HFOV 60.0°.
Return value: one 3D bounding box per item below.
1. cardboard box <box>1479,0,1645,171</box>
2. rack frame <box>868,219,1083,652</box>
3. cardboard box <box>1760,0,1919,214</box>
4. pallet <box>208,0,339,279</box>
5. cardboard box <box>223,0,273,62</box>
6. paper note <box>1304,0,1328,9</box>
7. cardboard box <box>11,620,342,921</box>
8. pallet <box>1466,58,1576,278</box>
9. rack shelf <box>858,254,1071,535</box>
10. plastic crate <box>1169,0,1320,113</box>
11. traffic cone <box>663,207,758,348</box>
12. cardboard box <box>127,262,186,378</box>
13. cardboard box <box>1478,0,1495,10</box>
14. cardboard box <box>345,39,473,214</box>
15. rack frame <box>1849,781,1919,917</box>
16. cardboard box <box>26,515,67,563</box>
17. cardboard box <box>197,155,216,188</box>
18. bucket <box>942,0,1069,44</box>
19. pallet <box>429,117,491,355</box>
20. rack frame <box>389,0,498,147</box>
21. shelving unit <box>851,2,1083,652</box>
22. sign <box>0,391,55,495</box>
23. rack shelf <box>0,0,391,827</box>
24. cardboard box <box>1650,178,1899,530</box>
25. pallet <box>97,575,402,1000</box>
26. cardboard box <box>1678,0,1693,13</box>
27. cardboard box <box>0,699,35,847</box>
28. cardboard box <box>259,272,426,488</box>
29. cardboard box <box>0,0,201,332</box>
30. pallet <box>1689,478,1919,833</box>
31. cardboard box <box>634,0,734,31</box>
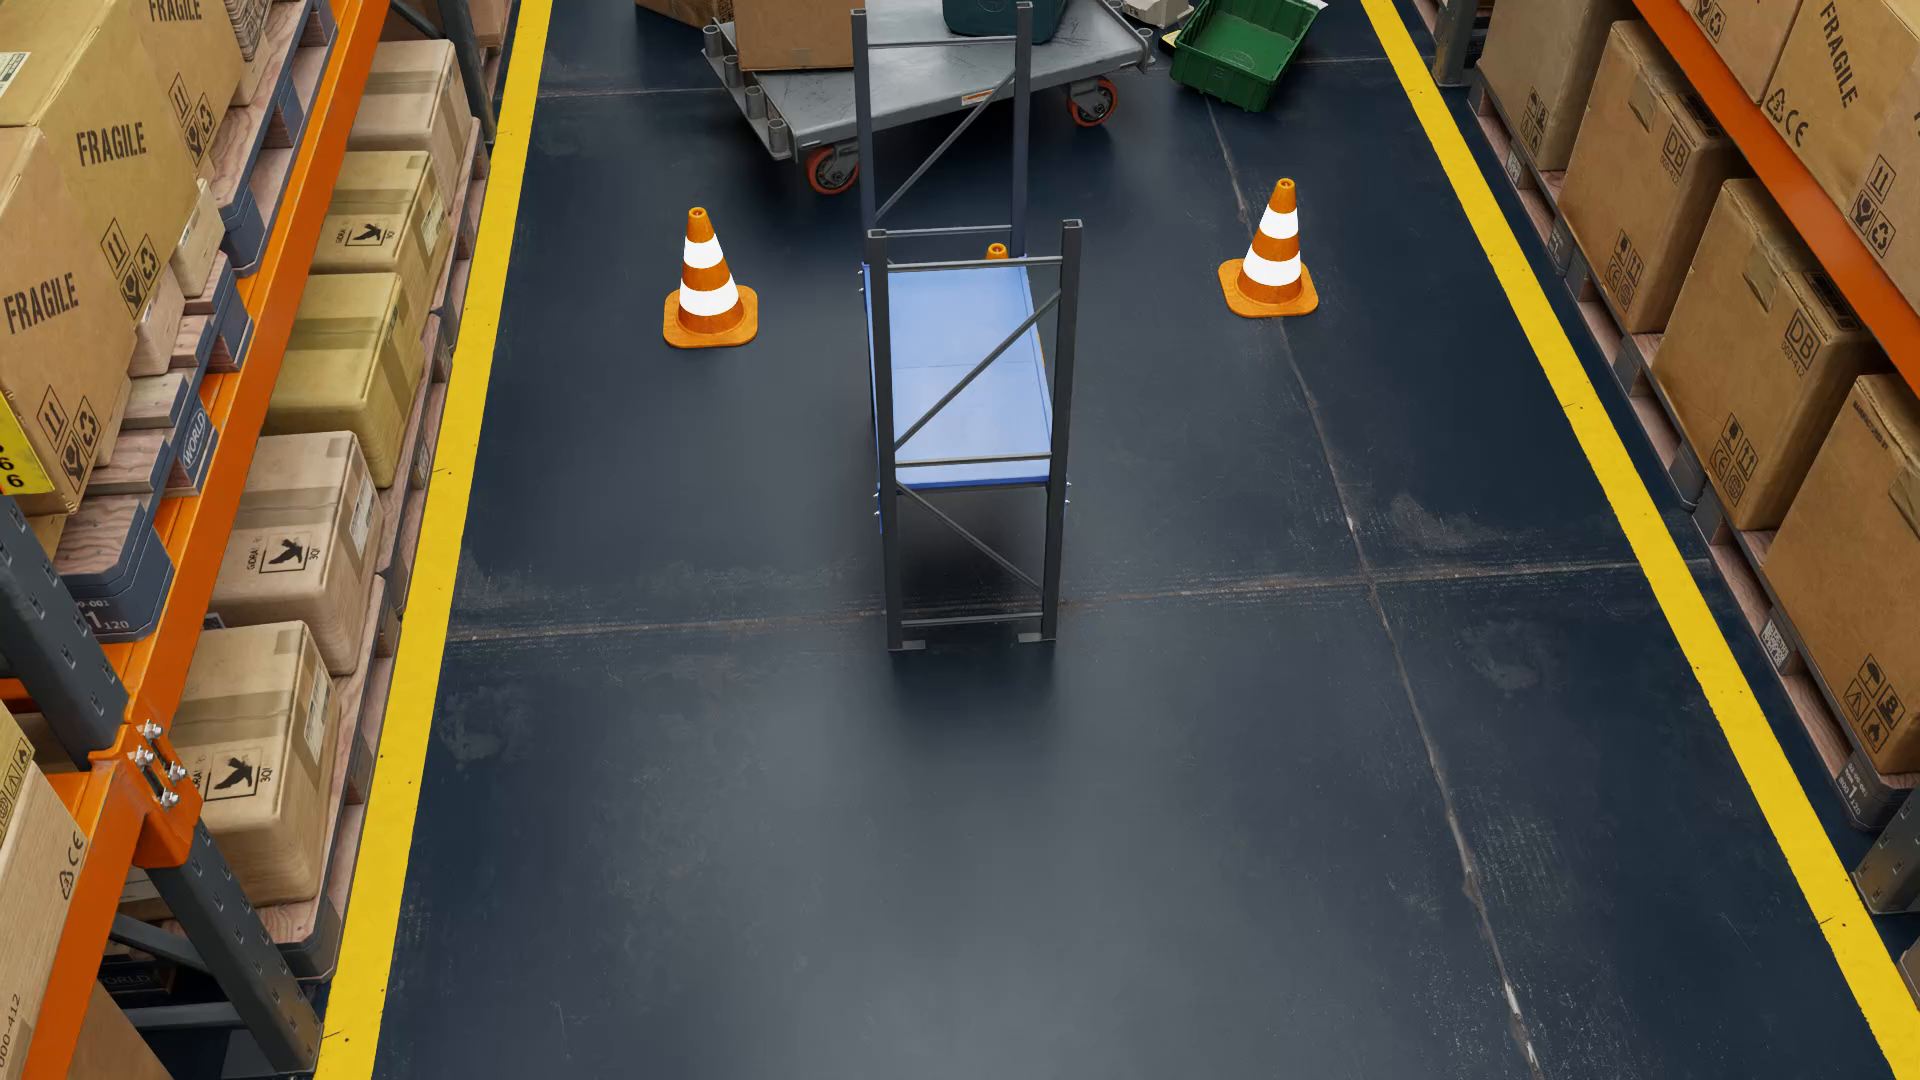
[{"bbox_3d":[2.667,-1.949,6.290,1.050,0.750,0.750,-4,47,-3],"label":"cardboard box"},{"bbox_3d":[0.035,-0.210,4.416,0.500,1.500,0.032,-3,47,-3],"label":"rack frame"},{"bbox_3d":[2.473,-1.194,4.246,0.500,0.500,0.500,-4,47,-4],"label":"cardboard box"},{"bbox_3d":[-2.270,-1.117,4.374,1.003,0.211,1.213,-3,47,-3],"label":"pallet"},{"bbox_3d":[-2.007,-1.497,4.039,0.500,0.500,0.500,-5,47,-5],"label":"cardboard box"},{"bbox_3d":[1.567,-2.432,7.532,0.147,0.020,0.142,-36,56,-29],"label":"paper note"},{"bbox_3d":[-2.101,0.596,4.140,0.950,0.372,0.625,-6,47,-6],"label":"cardboard box"},{"bbox_3d":[2.665,-1.509,6.534,1.003,0.211,1.213,-3,47,-3],"label":"pallet"},{"bbox_3d":[-0.007,-0.454,4.895,0.538,0.185,1.000,-3,47,-3],"label":"rack shelf"},{"bbox_3d":[1.206,-2.120,7.089,0.450,0.188,0.662,25,51,9],"label":"plastic crate"},{"bbox_3d":[-0.900,-0.963,5.843,0.336,0.463,0.334,-3,47,-3],"label":"traffic cone"},{"bbox_3d":[-1.873,-0.465,3.508,0.380,0.149,0.250,-6,47,-6],"label":"cardboard box"},{"bbox_3d":[2.543,-2.894,7.099,0.875,0.875,0.875,-3,47,-3],"label":"cardboard box"},{"bbox_3d":[-2.352,-1.509,6.134,0.950,0.372,0.625,-3,47,-3],"label":"cardboard box"},{"bbox_3d":[2.861,-0.127,3.305,1.000,3.000,0.127,-3,47,-3],"label":"rack frame"},{"bbox_3d":[-1.906,-0.058,3.123,0.380,0.149,0.250,-6,47,-6],"label":"cardboard box"},{"bbox_3d":[-1.973,-0.835,3.859,0.380,0.149,0.250,-1,47,-1],"label":"cardboard box"},{"bbox_3d":[0.217,-2.377,6.643,0.726,0.611,0.620,11,58,10],"label":"bucket"},{"bbox_3d":[-2.332,-1.125,6.170,1.003,0.211,1.213,-3,47,-3],"label":"pallet"},{"bbox_3d":[-2.398,-2.647,5.691,1.000,3.000,0.127,-3,47,-3],"label":"rack frame"},{"bbox_3d":[-0.007,-0.577,4.764,0.538,1.500,1.048,-3,47,-3],"label":"shelving unit"},{"bbox_3d":[-1.511,-0.188,2.564,0.100,0.325,0.005,-3,47,-3],"label":"sign"},{"bbox_3d":[-2.231,-0.953,4.582,1.077,0.370,4.000,-3,47,-3],"label":"rack shelf"},{"bbox_3d":[2.823,-0.577,4.990,1.050,0.750,0.750,-3,47,-3],"label":"cardboard box"},{"bbox_3d":[-2.128,0.640,4.498,1.003,0.211,1.213,-3,47,-3],"label":"pallet"},{"bbox_3d":[2.384,-1.932,4.945,0.500,0.500,0.500,-4,47,-4],"label":"cardboard box"},{"bbox_3d":[-1.770,0.461,2.506,0.500,0.250,0.500,-4,47,-3],"label":"cardboard box"},{"bbox_3d":[-2.229,-0.486,5.165,0.950,0.372,0.625,-2,47,-2],"label":"cardboard box"},{"bbox_3d":[-1.921,-0.751,3.332,0.500,0.500,0.500,-1,47,-1],"label":"cardboard box"},{"bbox_3d":[2.870,0.257,4.862,1.003,0.211,1.213,-3,47,-3],"label":"pallet"},{"bbox_3d":[-1.132,-2.647,7.411,0.500,0.500,0.500,27,52,23],"label":"cardboard box"}]
